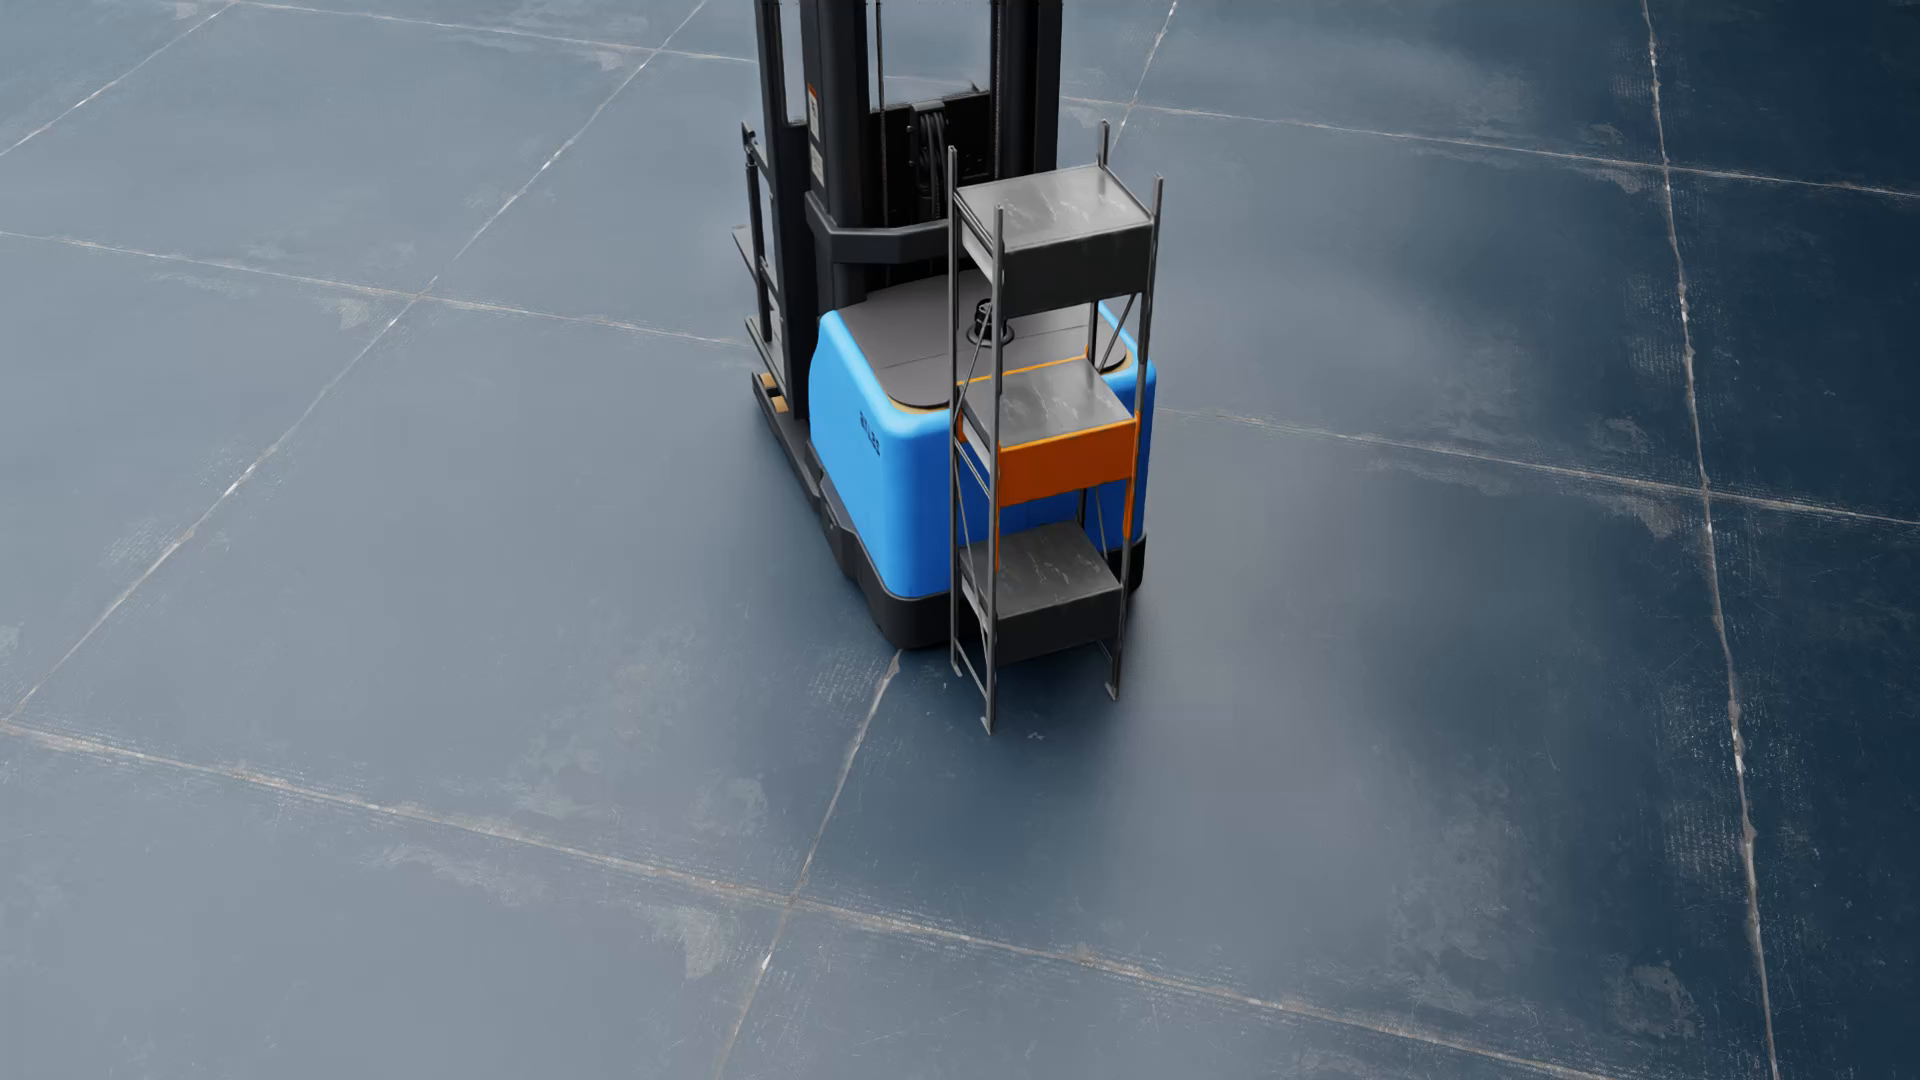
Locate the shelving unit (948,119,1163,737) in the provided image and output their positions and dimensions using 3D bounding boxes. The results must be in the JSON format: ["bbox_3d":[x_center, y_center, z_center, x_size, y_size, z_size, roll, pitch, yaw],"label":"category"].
[{"bbox_3d":[0.270,-0.282,5.453,0.503,2.100,0.431,-14,42,-16],"label":"shelving unit"}]

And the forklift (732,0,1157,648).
[{"bbox_3d":[-0.284,-1.676,6.466,1.130,2.935,3.031,-14,42,-16],"label":"forklift"}]

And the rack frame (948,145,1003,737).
[{"bbox_3d":[0.042,-0.227,5.387,0.015,2.100,0.400,-14,42,-16],"label":"rack frame"}]

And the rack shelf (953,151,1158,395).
[{"bbox_3d":[0.270,-0.807,5.011,0.480,0.518,0.431,-14,42,-16],"label":"rack shelf"}]

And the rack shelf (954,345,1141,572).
[{"bbox_3d":[0.270,-0.271,5.461,0.480,0.518,0.431,-14,42,-16],"label":"rack shelf"}]

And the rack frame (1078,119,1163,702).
[{"bbox_3d":[0.499,-0.337,5.518,0.015,2.100,0.400,-14,42,-16],"label":"rack frame"}]

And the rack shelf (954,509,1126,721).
[{"bbox_3d":[0.270,0.265,5.912,0.480,0.518,0.431,-14,42,-16],"label":"rack shelf"}]
